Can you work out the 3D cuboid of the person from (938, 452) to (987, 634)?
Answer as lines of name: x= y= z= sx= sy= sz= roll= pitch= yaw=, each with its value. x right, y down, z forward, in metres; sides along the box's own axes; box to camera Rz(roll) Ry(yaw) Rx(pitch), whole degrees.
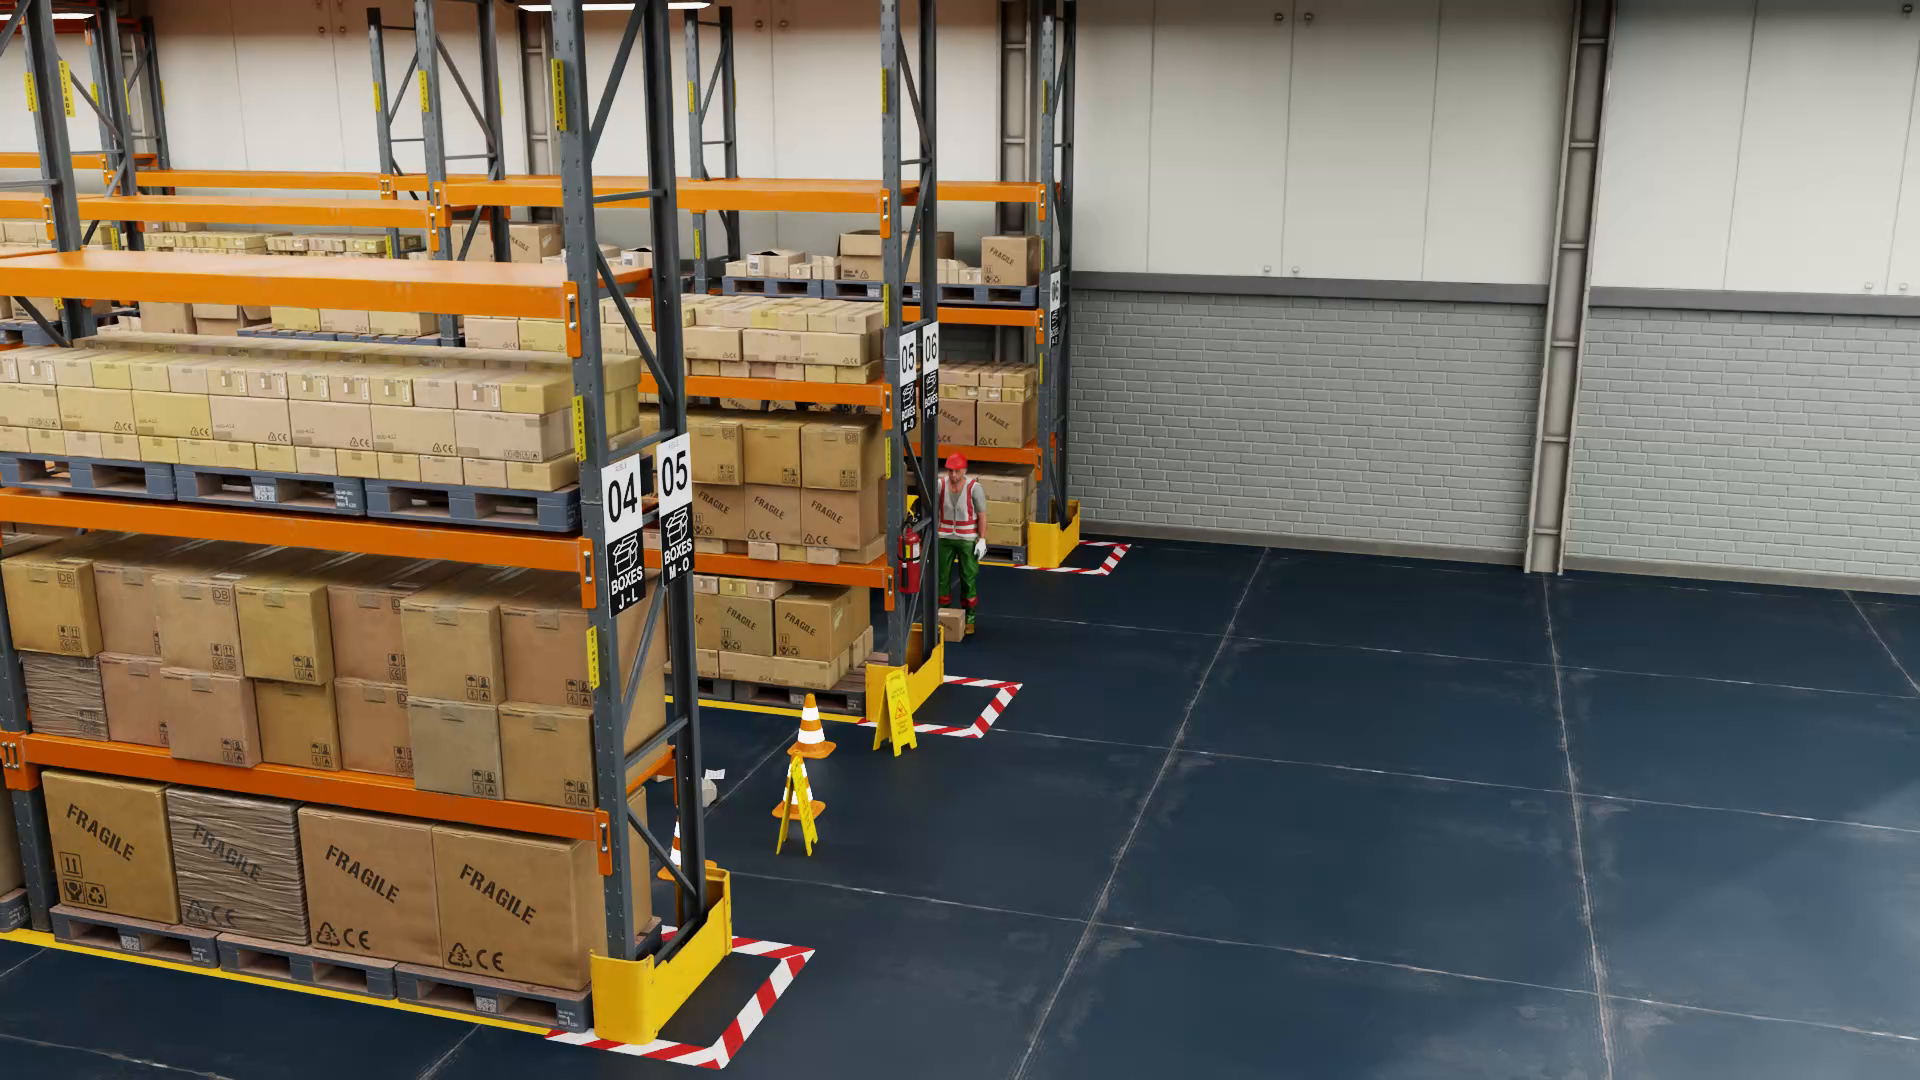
person: x=-0.040 y=0.018 z=15.921 sx=0.601 sy=1.778 sz=0.453 roll=4 pitch=15 yaw=16
